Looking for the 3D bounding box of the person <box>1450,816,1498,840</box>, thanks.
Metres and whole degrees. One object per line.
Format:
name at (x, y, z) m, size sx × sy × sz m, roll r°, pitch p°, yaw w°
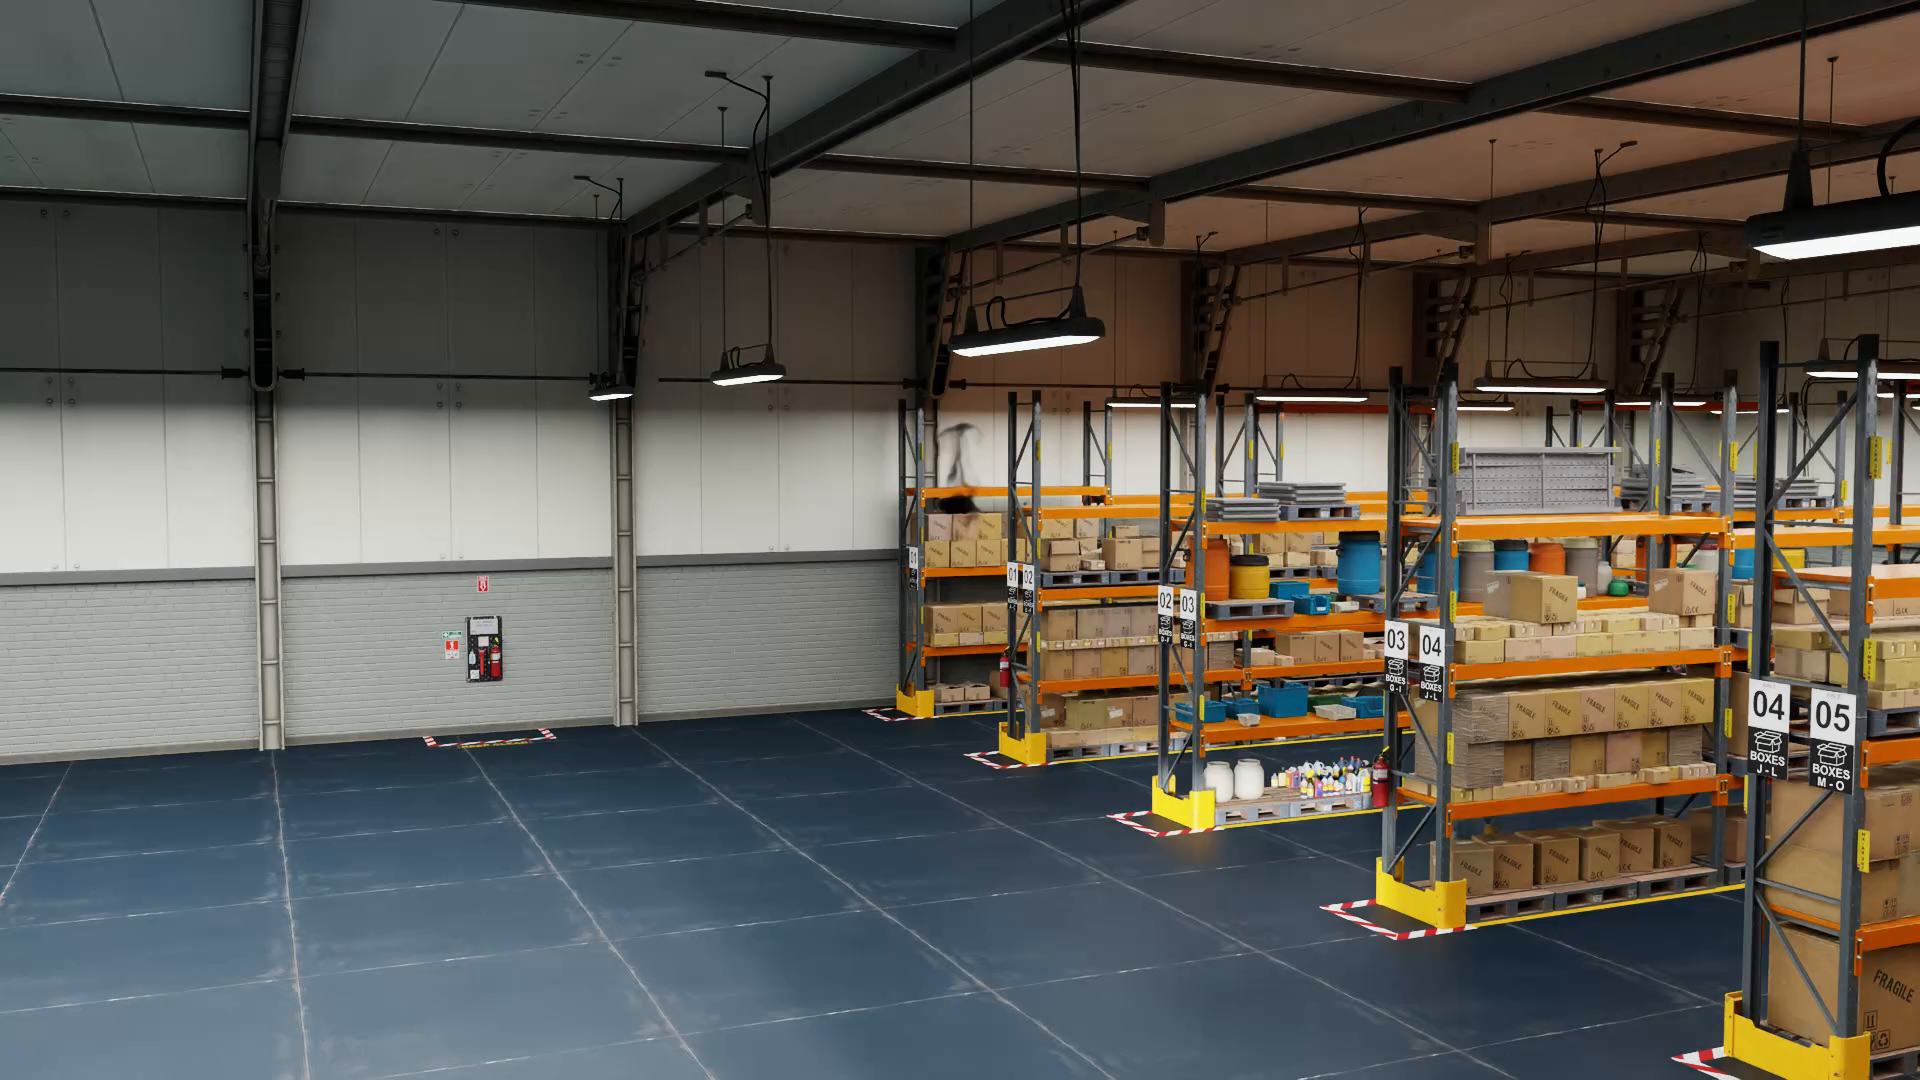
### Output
person at (6.505, 3.073, 21.204) m, size 1.048 × 1.753 × 0.719 m, roll -2°, pitch 4°, yaw -36°
